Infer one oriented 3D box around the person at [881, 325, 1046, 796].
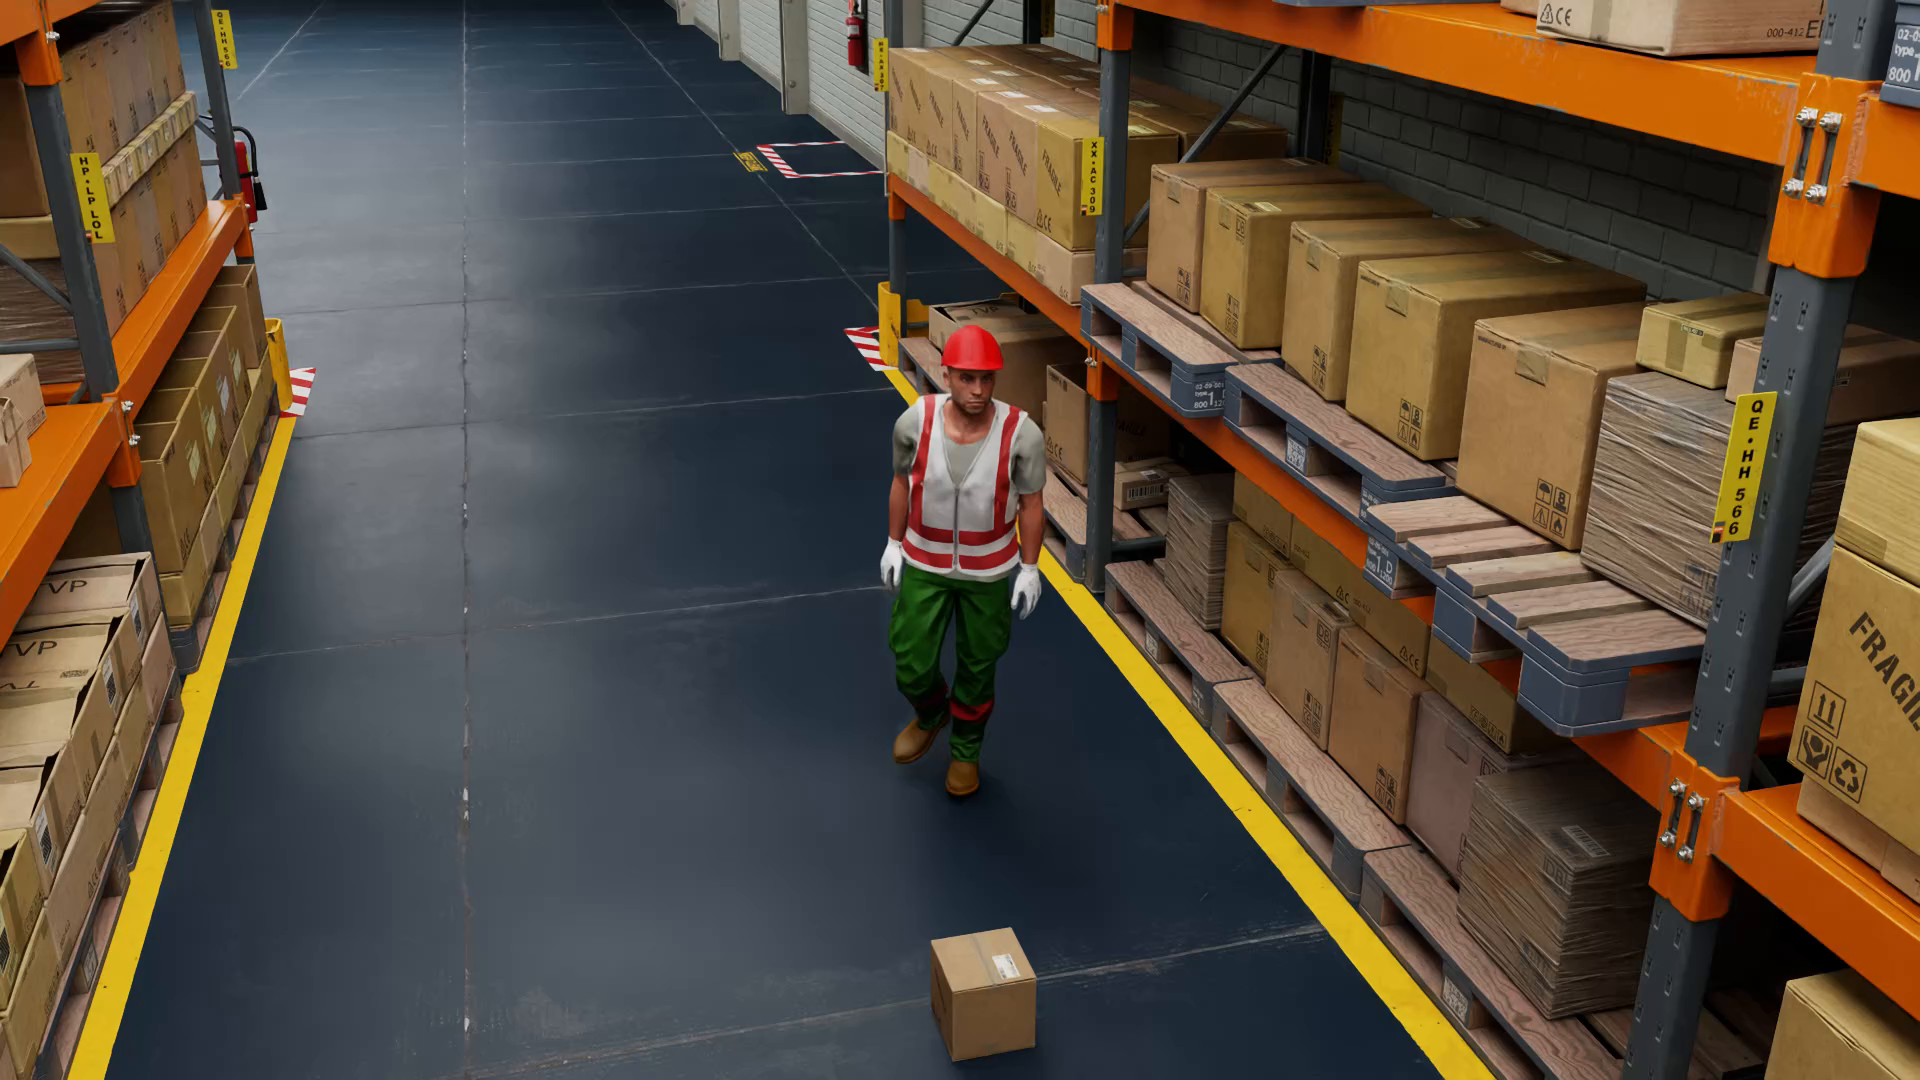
[{"bbox_3d":[0.004,0.090,5.816,0.585,1.777,0.501,2,23,4],"label":"person"}]
